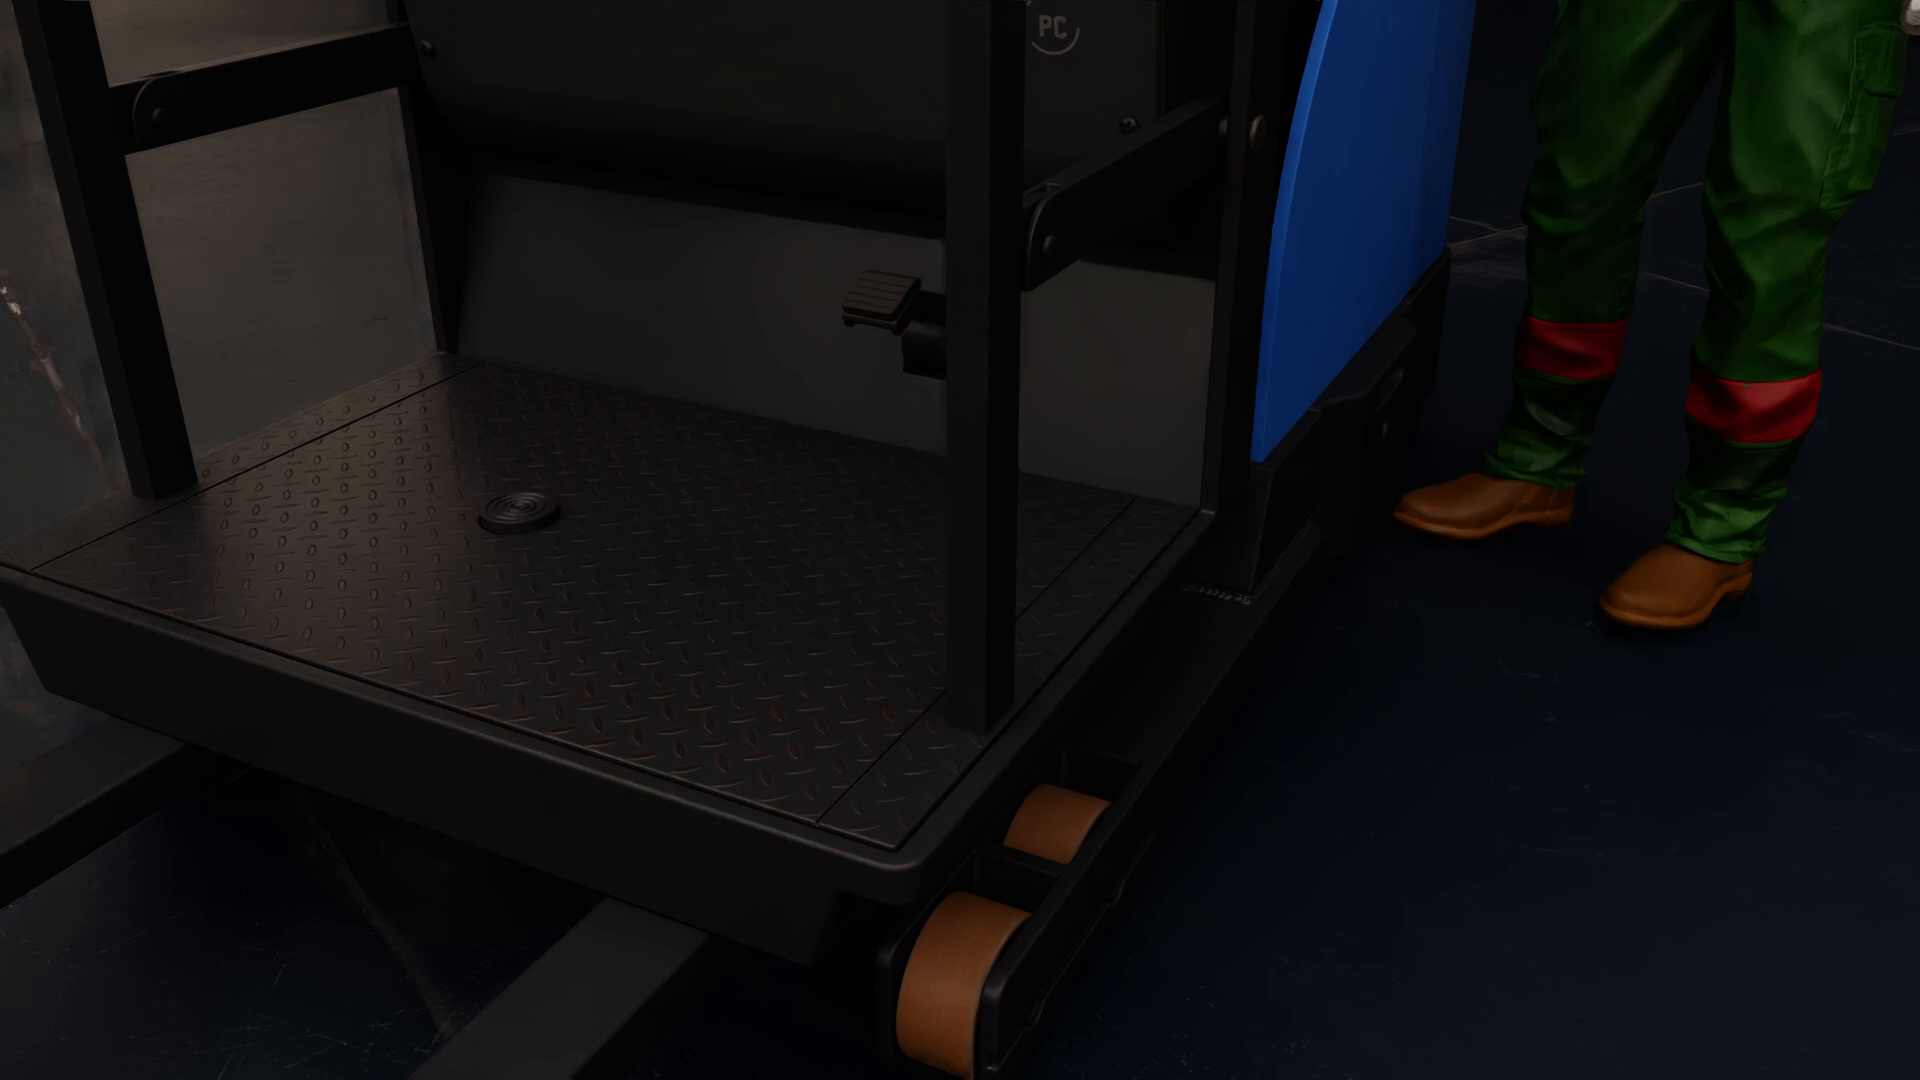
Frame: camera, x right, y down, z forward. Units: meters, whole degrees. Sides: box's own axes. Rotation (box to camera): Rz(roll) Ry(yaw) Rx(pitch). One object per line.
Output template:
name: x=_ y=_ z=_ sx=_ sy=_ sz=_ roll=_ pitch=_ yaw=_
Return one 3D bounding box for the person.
person: x=0.970 y=-0.764 z=2.032 sx=0.462 sy=1.789 sz=0.694 roll=-15 pitch=30 yaw=-27

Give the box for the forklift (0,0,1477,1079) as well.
forklift: x=-0.302 y=-1.047 z=1.318 sx=1.130 sy=2.935 sz=3.031 roll=13 pitch=29 yaw=24
